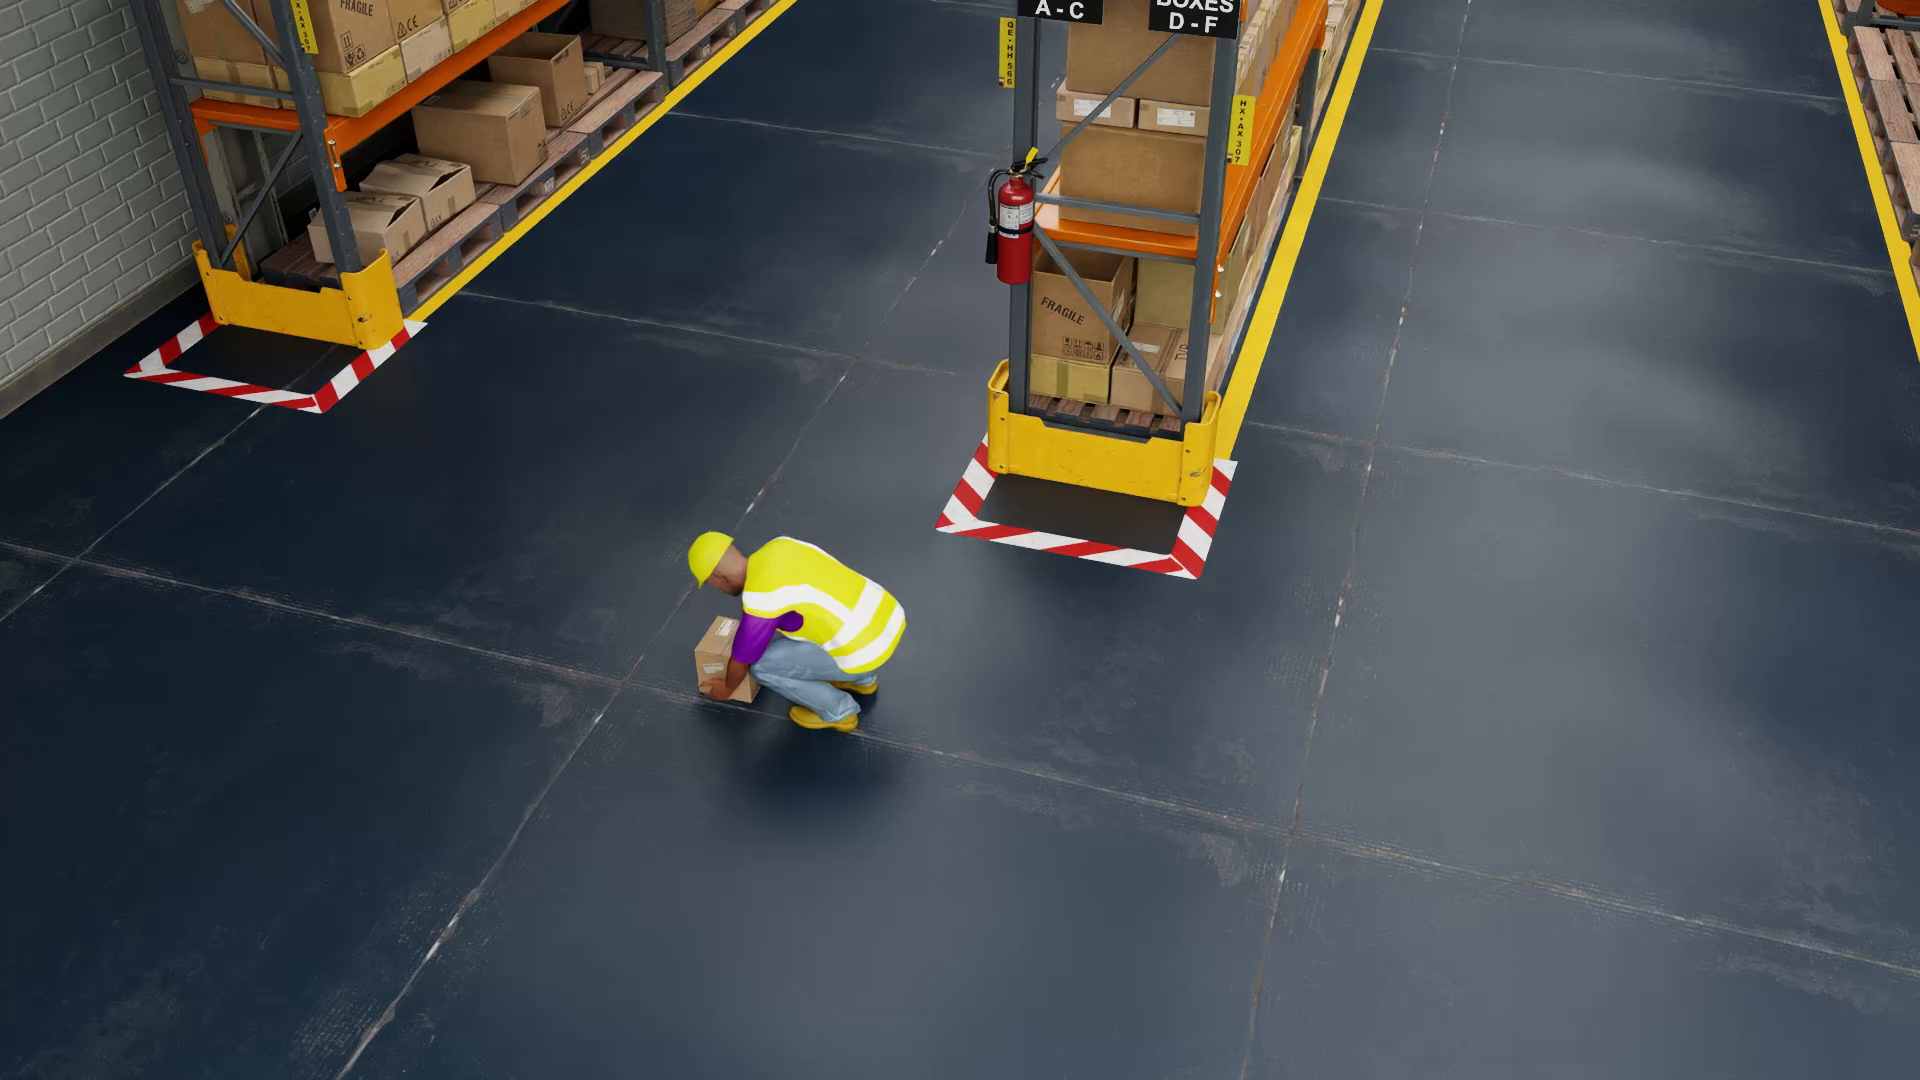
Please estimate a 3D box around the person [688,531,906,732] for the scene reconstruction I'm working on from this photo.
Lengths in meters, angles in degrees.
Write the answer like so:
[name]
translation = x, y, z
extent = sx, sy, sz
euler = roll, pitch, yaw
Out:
[person]
translation = -0.704, 0.381, 7.152
extent = 0.901, 0.893, 0.557
euler = 11, 38, 14
